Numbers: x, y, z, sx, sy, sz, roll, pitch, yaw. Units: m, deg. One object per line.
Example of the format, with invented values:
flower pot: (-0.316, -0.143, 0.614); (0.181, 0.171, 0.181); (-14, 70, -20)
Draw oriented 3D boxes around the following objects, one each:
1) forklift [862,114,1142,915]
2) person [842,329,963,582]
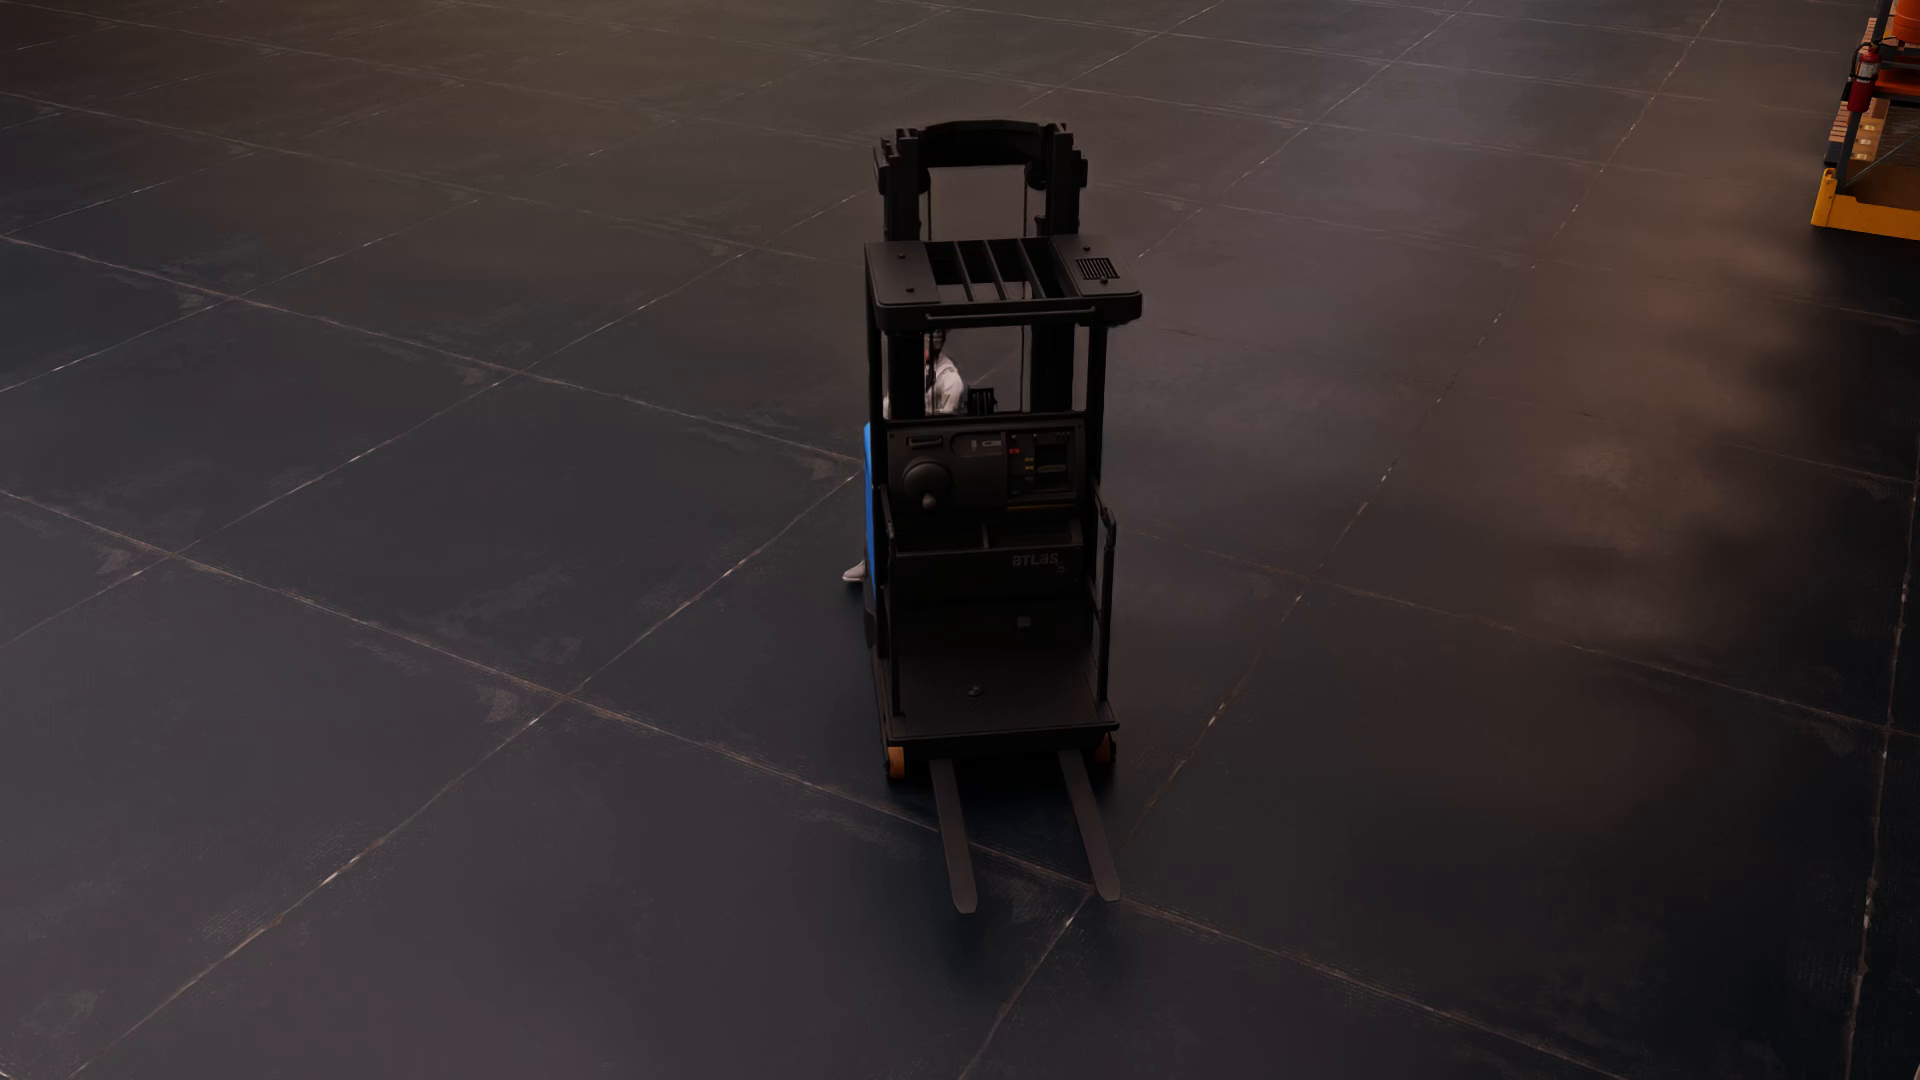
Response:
forklift: (0.155, -0.300, 7.591); (1.130, 2.935, 3.031); (-3, 30, -6)
person: (-0.273, -0.485, 9.282); (0.614, 1.627, 0.785); (21, 36, 32)
